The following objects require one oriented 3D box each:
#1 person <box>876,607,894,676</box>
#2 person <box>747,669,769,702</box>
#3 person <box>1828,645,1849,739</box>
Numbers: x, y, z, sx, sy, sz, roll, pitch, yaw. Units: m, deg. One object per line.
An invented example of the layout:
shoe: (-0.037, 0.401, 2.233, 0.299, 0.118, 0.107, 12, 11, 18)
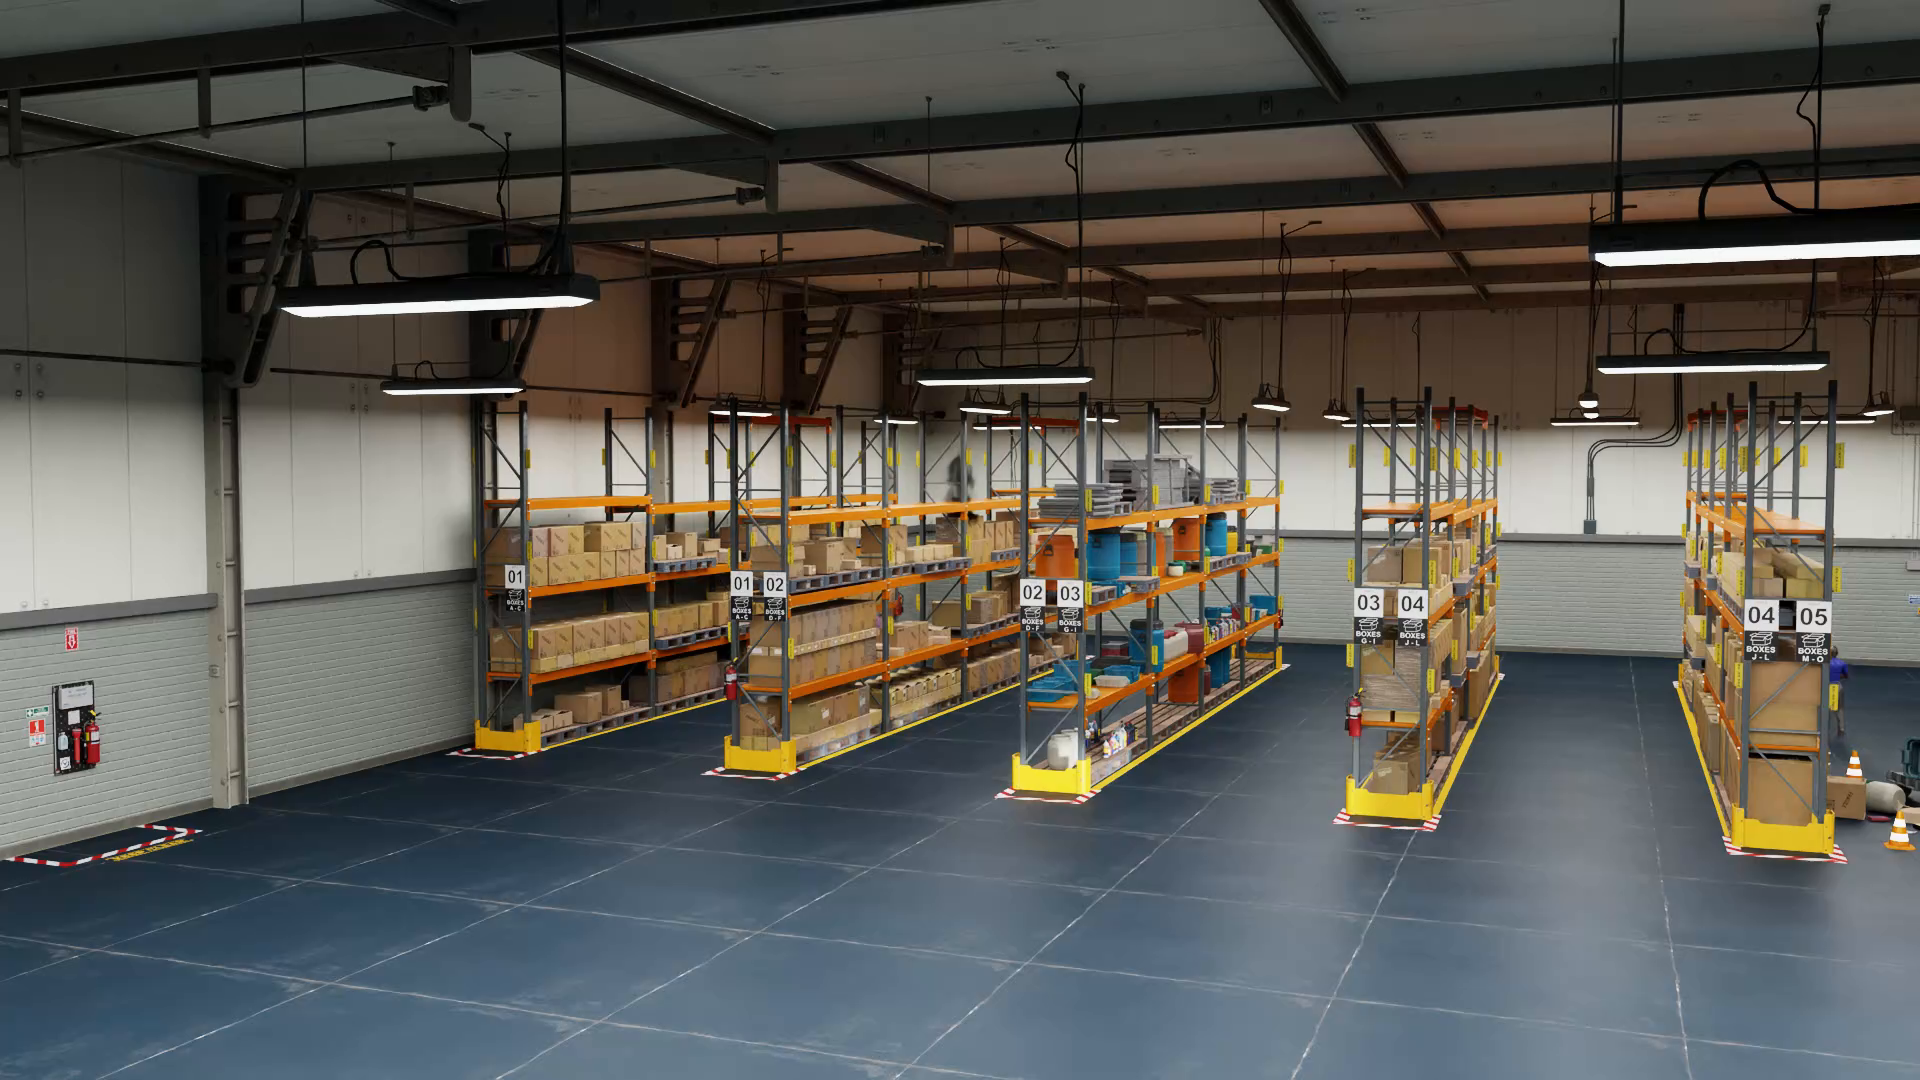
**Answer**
person: (-1.780, 2.328, 38.016, 0.534, 1.601, 0.860, 1, 3, 16)
person: (-3.543, 2.747, 29.921, 0.564, 1.658, 0.996, 1, 3, 19)
person: (15.528, 2.709, 29.581, 0.566, 1.662, 0.929, 1, 3, 14)
